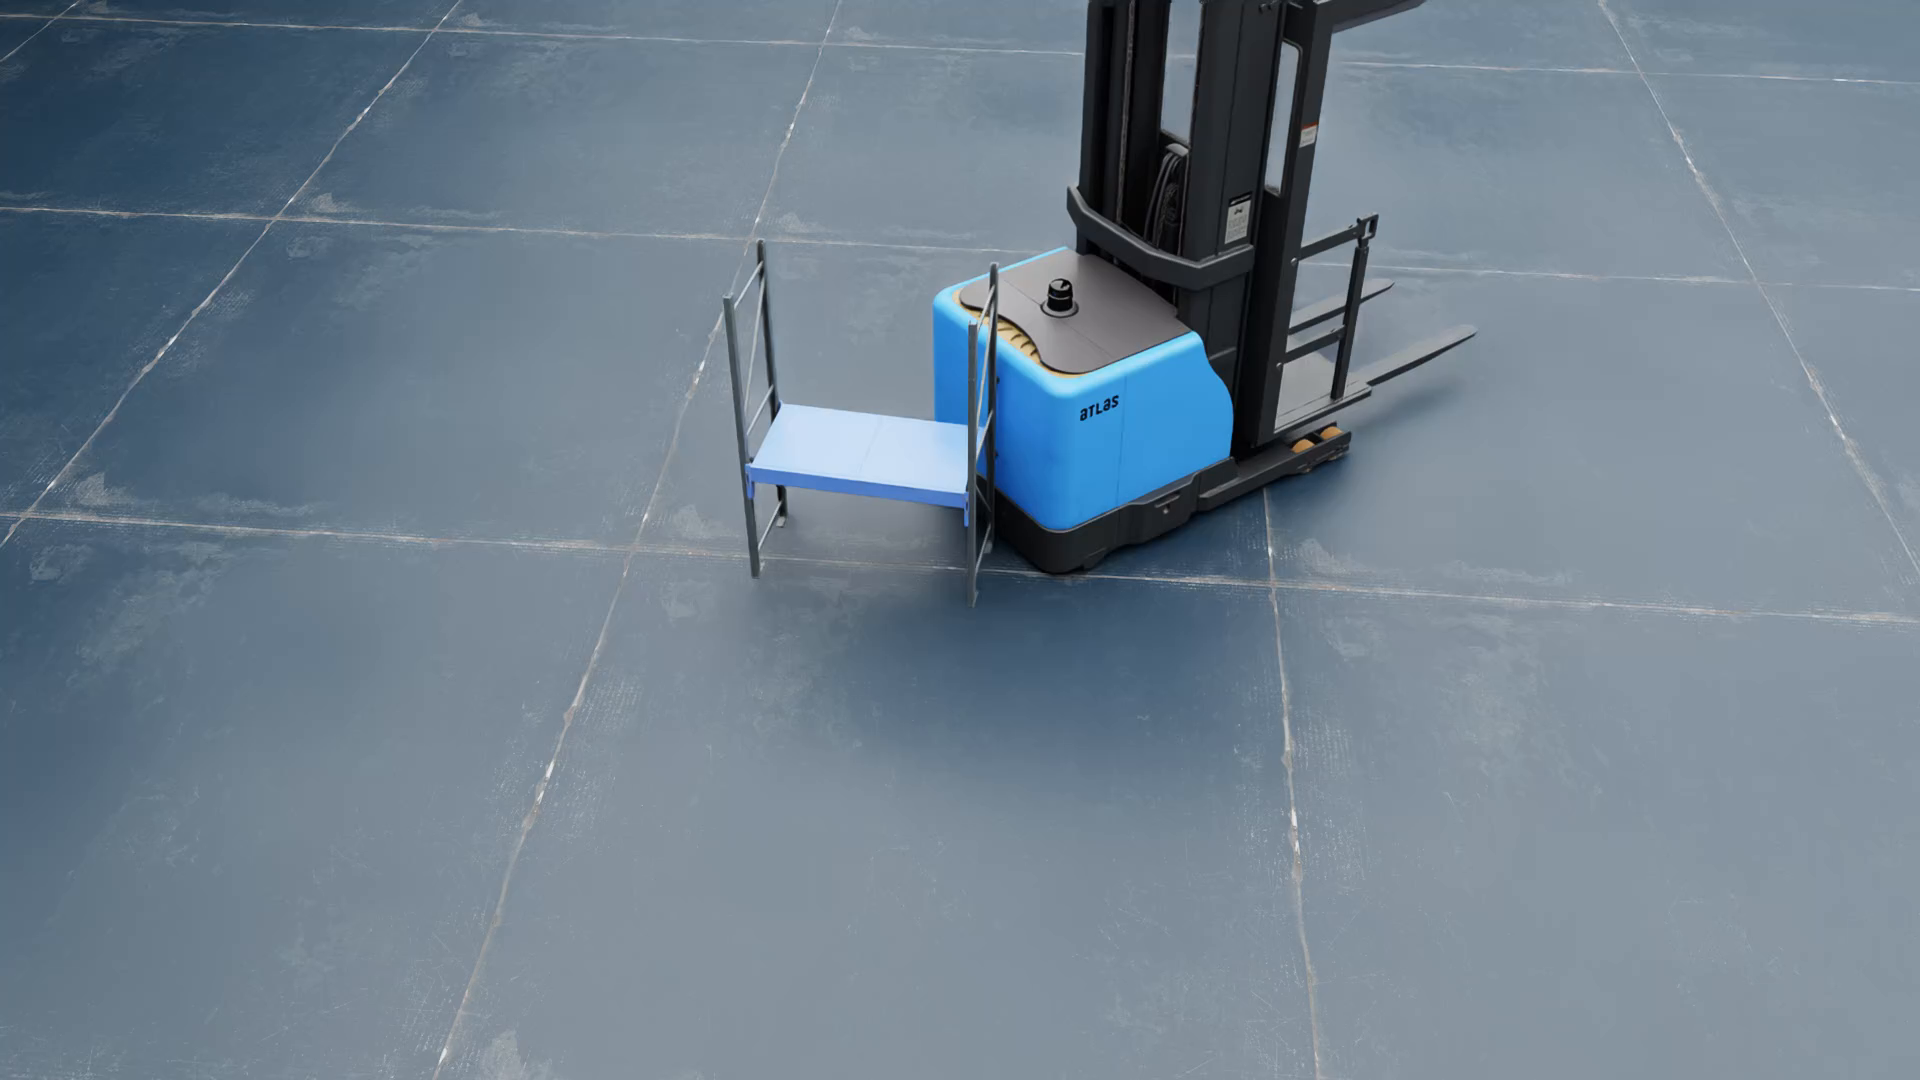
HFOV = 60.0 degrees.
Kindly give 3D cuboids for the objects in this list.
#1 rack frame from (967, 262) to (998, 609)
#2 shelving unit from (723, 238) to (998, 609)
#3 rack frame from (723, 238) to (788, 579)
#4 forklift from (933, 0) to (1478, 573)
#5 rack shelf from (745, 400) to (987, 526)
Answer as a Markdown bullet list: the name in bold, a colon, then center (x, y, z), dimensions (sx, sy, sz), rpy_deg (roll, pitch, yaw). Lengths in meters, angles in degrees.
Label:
- **rack frame**: center (0.097, -0.427, 7.257), dimensions (0.032, 1.500, 0.500), rpy_deg (7, 40, 9)
- **shelving unit**: center (-0.401, -0.492, 7.336), dimensions (1.048, 1.500, 0.538), rpy_deg (7, 40, 9)
- **rack frame**: center (-0.899, -0.556, 7.415), dimensions (0.032, 1.500, 0.500), rpy_deg (7, 40, 9)
- **forklift**: center (1.361, -1.722, 7.715), dimensions (3.031, 2.935, 1.130), rpy_deg (-24, 45, -26)
- **rack shelf**: center (-0.401, -0.352, 7.450), dimensions (1.000, 0.185, 0.538), rpy_deg (7, 40, 9)
